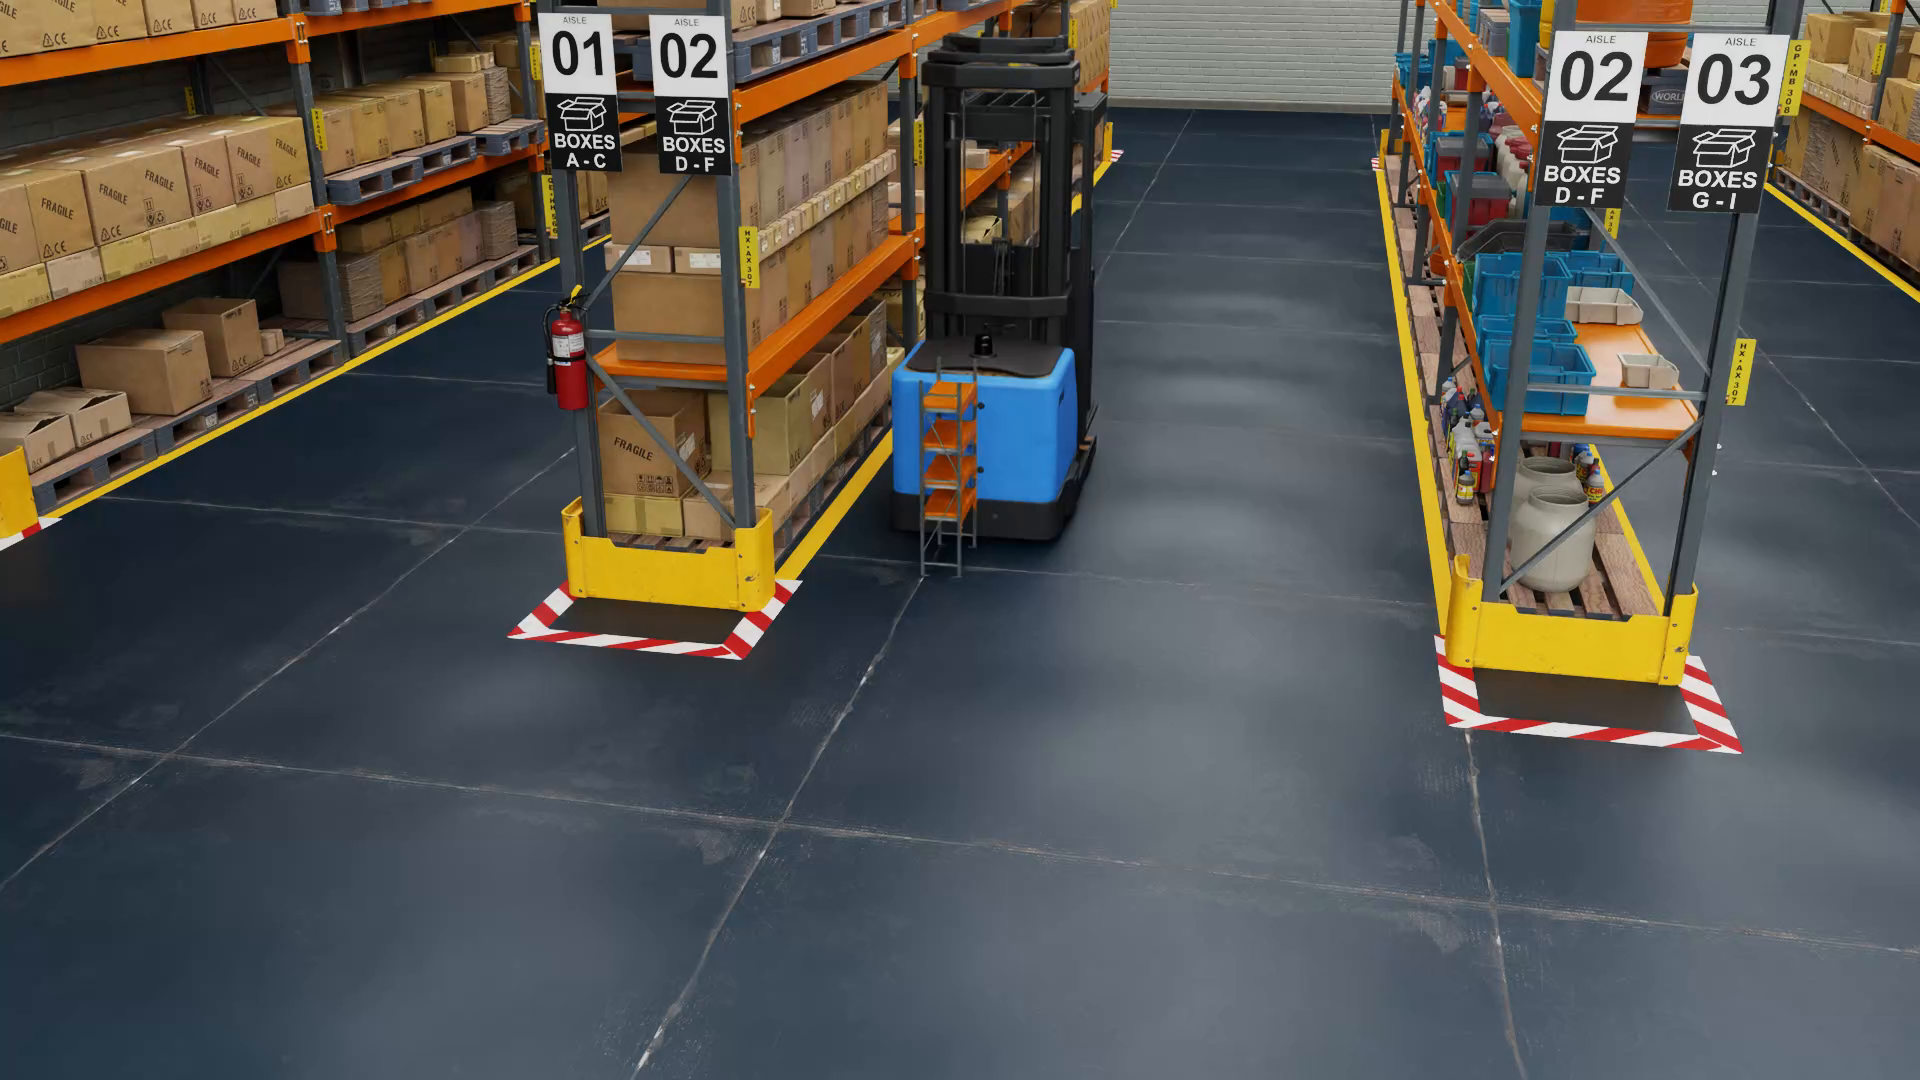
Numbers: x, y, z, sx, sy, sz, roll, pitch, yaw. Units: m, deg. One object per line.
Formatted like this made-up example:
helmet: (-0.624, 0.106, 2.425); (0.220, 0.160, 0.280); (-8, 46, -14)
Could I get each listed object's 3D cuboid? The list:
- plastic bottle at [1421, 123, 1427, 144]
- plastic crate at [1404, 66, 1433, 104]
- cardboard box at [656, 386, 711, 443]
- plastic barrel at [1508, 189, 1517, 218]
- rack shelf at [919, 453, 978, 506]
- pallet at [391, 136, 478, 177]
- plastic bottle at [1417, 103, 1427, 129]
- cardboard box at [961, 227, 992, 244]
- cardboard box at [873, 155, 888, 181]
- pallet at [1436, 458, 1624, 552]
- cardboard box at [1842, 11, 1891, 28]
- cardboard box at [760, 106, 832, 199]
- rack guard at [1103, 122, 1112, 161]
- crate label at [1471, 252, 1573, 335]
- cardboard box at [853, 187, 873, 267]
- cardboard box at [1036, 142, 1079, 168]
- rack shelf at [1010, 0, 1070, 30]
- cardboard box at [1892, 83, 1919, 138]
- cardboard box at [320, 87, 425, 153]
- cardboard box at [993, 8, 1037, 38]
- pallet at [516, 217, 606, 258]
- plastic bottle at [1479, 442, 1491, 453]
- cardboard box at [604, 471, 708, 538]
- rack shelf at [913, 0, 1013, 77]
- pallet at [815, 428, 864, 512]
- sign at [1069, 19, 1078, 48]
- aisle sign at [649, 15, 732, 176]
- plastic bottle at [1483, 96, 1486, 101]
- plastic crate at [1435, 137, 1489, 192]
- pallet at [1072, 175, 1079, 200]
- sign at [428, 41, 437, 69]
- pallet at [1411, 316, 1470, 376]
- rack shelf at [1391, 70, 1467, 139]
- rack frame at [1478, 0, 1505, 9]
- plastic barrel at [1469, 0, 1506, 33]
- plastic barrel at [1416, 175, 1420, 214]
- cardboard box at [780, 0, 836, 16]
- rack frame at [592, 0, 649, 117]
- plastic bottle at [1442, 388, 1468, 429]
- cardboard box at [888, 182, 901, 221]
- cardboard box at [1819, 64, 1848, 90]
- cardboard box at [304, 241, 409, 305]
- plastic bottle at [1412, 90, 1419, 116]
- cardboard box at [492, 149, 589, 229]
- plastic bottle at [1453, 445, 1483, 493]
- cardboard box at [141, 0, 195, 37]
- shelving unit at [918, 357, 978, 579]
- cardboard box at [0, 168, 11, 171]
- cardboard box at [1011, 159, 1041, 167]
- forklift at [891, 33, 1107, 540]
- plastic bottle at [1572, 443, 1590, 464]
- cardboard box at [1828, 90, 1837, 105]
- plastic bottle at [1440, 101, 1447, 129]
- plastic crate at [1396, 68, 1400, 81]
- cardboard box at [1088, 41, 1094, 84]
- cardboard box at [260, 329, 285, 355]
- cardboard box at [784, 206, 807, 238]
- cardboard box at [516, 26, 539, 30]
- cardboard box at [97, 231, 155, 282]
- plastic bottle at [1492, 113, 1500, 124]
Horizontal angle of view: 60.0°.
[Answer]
plastic bottle: (4.719, -4.107, 16.803); (0.097, 0.201, 0.097); (0, 22, 0)
plastic crate: (5.404, -5.325, 19.501); (0.392, 0.384, 0.575); (4, 22, 11)
cardboard box: (-1.647, -0.951, 10.814); (0.500, 0.500, 0.500); (4, 22, 11)
plastic barrel: (4.430, -2.590, 12.955); (0.301, 0.262, 0.301); (0, 22, 0)
rack shelf: (-0.066, -0.365, 9.833); (0.258, 0.148, 0.480); (4, 22, 10)
pallet: (-5.236, -3.584, 15.494); (1.003, 0.211, 1.213); (4, 22, 11)
plastic bottle: (4.939, -4.486, 17.644); (0.152, 0.276, 0.135); (4, 22, 11)
cardboard box: (0.012, -2.802, 15.664); (0.500, 0.311, 0.500); (4, 22, 10)
cardboard box: (-0.737, -2.702, 12.045); (0.380, 0.149, 0.250); (4, 22, 10)
pallet: (3.585, -0.198, 10.564); (1.003, 0.211, 1.213); (4, 22, 11)
cardboard box: (11.465, -6.411, 21.056); (0.500, 0.500, 0.500); (5, 22, 12)
cardboard box: (-1.230, -2.496, 10.664); (0.700, 0.500, 0.500); (4, 22, 11)
rack guard: (1.595, -5.762, 23.992); (1.175, 0.500, 0.348); (4, 22, 11)
crate label: (3.305, -1.429, 9.840); (0.502, 0.435, 0.616); (4, 22, 11)
cardboard box: (-1.024, -2.251, 11.794); (0.700, 0.500, 0.500); (4, 22, 10)
cardboard box: (1.172, -5.220, 22.053); (0.797, 0.503, 0.637); (4, 22, 11)
rack shelf: (0.386, -5.813, 17.719); (1.077, 0.370, 4.000); (4, 22, 11)
cardboard box: (10.051, -4.443, 17.237); (0.500, 0.500, 0.500); (4, 22, 11)
cardboard box: (-5.327, -3.818, 15.096); (0.700, 0.500, 0.500); (8, 23, 18)
cardboard box: (0.644, -6.201, 20.264); (0.500, 0.500, 0.500); (5, 22, 11)
pallet: (-4.638, -3.389, 18.486); (1.003, 0.211, 1.213); (4, 22, 11)
plastic bottle: (3.403, -0.539, 10.833); (0.097, 0.201, 0.097); (0, 22, 0)
cardboard box: (-1.834, -0.236, 10.043); (0.500, 0.250, 0.500); (4, 22, 11)
rack shelf: (-0.430, -4.350, 14.087); (1.077, 0.370, 4.000); (4, 22, 11)
pallet: (-1.288, -0.532, 11.392); (1.003, 0.211, 1.213); (4, 22, 11)
sign: (1.338, -5.983, 19.643); (0.100, 0.325, 0.005); (4, 22, 11)
aisle sign: (-1.368, -2.256, 8.461); (0.394, 0.787, 0.004); (4, 22, 11)
plastic bottle: (5.804, -4.748, 18.293); (0.152, 0.276, 0.135); (4, 22, 11)
plastic crate: (4.197, -3.107, 13.967); (0.402, 0.464, 0.583); (4, 22, 11)
pallet: (0.935, -4.444, 21.106); (1.003, 0.211, 1.213); (4, 22, 11)
sign: (-5.416, -4.978, 17.149); (0.100, 0.325, 0.005); (4, 22, 11)
pallet: (4.379, -1.626, 14.109); (1.003, 0.211, 1.213); (4, 22, 11)
rack shelf: (6.050, -5.505, 20.971); (1.077, 0.370, 4.000); (4, 22, 11)
rack frame: (4.010, -4.965, 10.635); (1.000, 3.000, 0.127); (4, 22, 11)
plastic barrel: (3.901, -4.008, 11.605); (0.600, 0.901, 0.708); (4, 22, 11)
plastic barrel: (5.515, -4.131, 18.843); (0.600, 0.901, 0.708); (4, 22, 11)
cardboard box: (-1.048, -3.382, 9.837); (0.500, 0.500, 0.500); (4, 22, 11)
rack frame: (-4.056, -5.863, 20.896); (1.000, 3.000, 0.127); (4, 22, 11)
plastic bottle: (3.477, -0.919, 11.677); (0.152, 0.276, 0.135); (5, 23, 13)
cardboard box: (-0.781, -2.675, 13.180); (0.500, 0.250, 0.500); (6, 23, 14)
cardboard box: (10.638, -5.541, 19.899); (0.500, 0.250, 0.500); (4, 22, 10)
cardboard box: (-5.498, -2.445, 15.166); (0.700, 0.500, 0.500); (4, 22, 10)
plastic bottle: (5.123, -4.903, 18.669); (0.061, 0.283, 0.133); (4, 22, 11)
cardboard box: (-4.594, -3.857, 18.230); (0.750, 0.750, 0.750); (4, 22, 10)
plastic bottle: (3.218, -0.455, 10.525); (0.152, 0.276, 0.135); (5, 22, 11)
cardboard box: (-5.741, -3.791, 11.576); (0.500, 0.500, 0.500); (4, 22, 9)
shelving unit: (-0.066, -0.427, 9.808); (0.258, 1.200, 0.503); (4, 22, 10)
cardboard box: (-6.504, -2.134, 10.807); (0.500, 0.500, 0.500); (5, 22, 12)
cardboard box: (0.865, -4.149, 19.397); (0.500, 0.500, 0.500); (5, 22, 11)
forklift: (0.359, -1.876, 11.089); (1.130, 2.935, 3.031); (4, 22, 10)
plastic bottle: (4.000, -0.533, 10.725); (0.097, 0.271, 0.097); (0, 22, 0)
cardboard box: (10.494, -5.220, 19.636); (0.380, 0.149, 0.250); (4, 22, 10)
plastic bottle: (5.135, -4.560, 17.826); (0.152, 0.276, 0.135); (4, 22, 11)
plastic crate: (5.801, -6.052, 21.637); (0.250, 0.136, 0.298); (4, 22, 11)
cardboard box: (1.473, -6.255, 21.736); (0.500, 0.500, 0.500); (4, 22, 10)
cardboard box: (-5.768, -1.629, 13.587); (0.380, 0.166, 0.250); (2, 22, 4)
cardboard box: (-1.155, -1.950, 10.178); (0.380, 0.149, 0.250); (4, 22, 9)
cardboard box: (-4.713, -5.690, 18.904); (0.500, 0.250, 0.500); (4, 22, 10)
cardboard box: (-5.893, -1.945, 11.342); (0.500, 0.250, 0.500); (4, 22, 10)
plastic bottle: (5.514, -4.228, 17.003); (0.152, 0.276, 0.135); (4, 22, 11)
